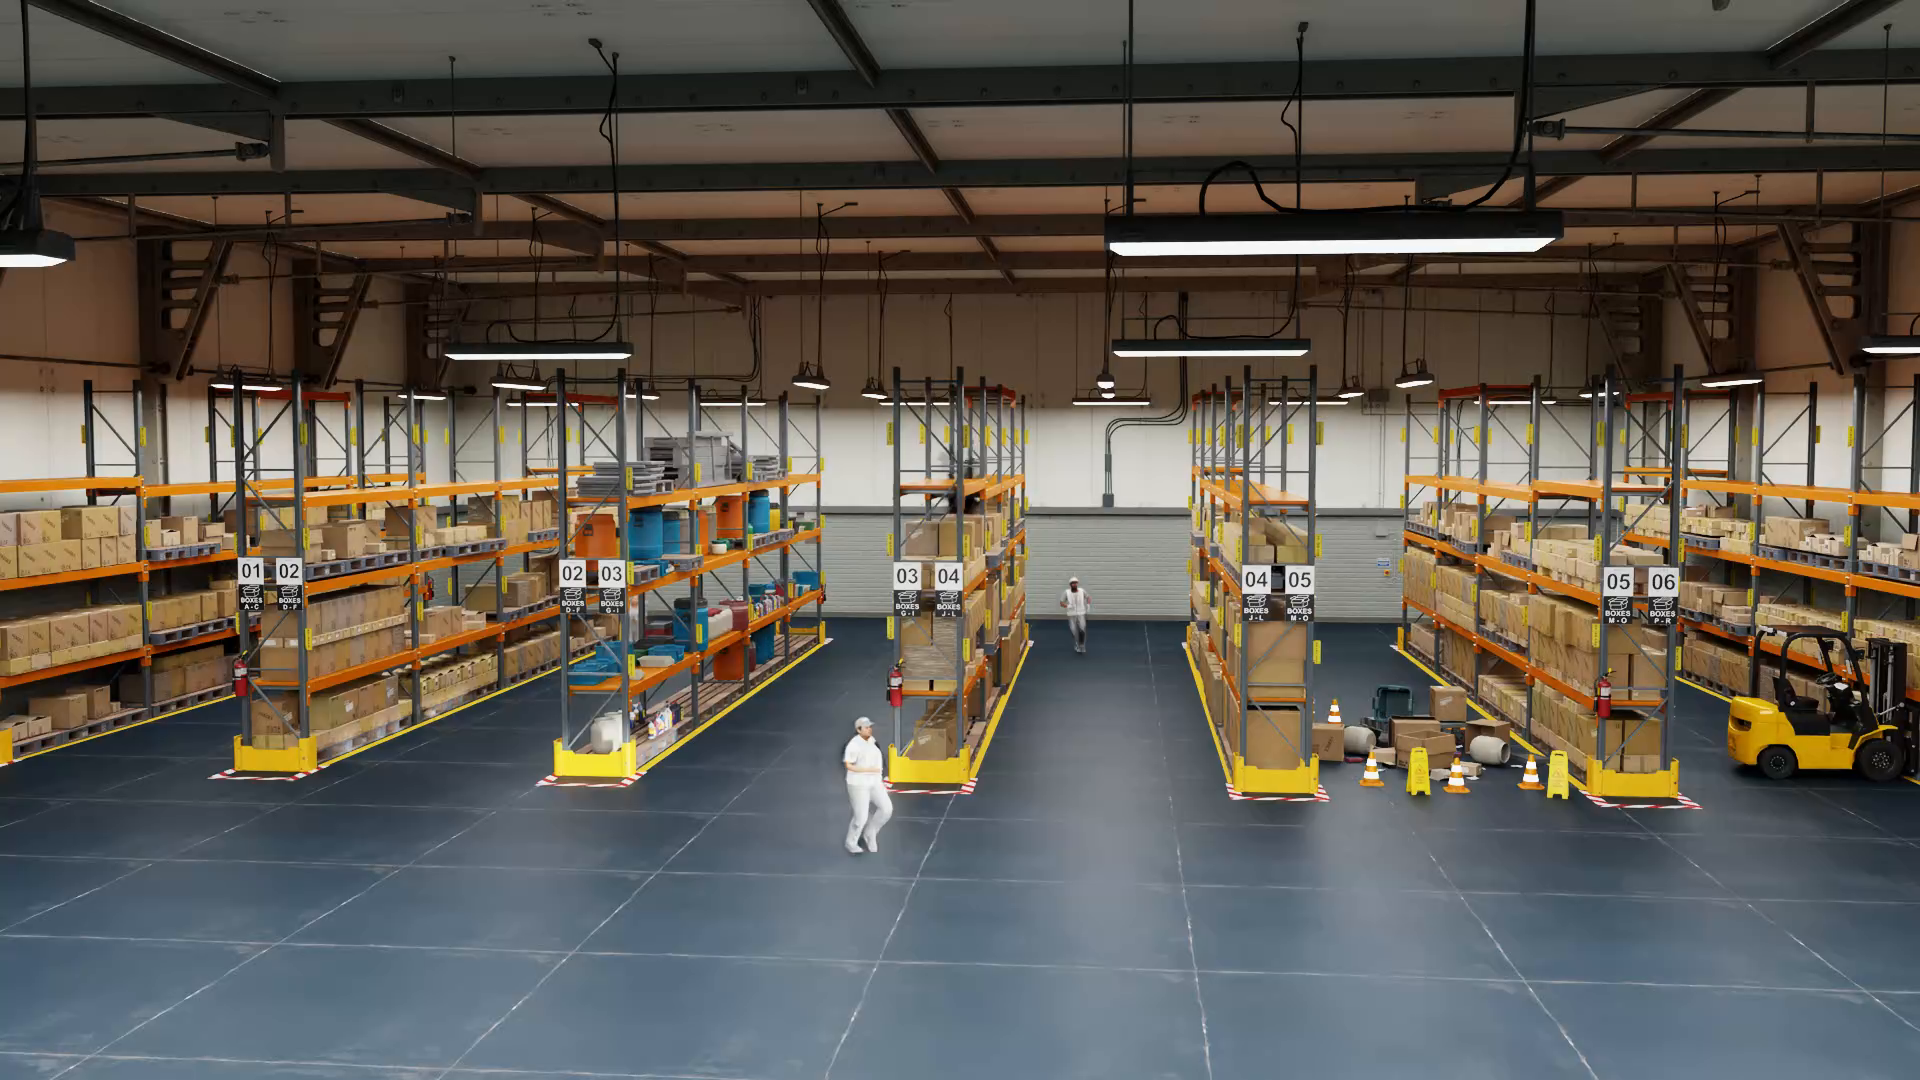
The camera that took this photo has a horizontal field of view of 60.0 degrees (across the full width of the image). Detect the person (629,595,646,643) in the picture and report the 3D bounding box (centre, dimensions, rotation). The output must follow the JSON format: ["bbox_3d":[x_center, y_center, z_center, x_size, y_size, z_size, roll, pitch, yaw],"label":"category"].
[{"bbox_3d":[-6.968,1.964,35.449,0.535,1.671,0.685,0,4,-7],"label":"person"}]

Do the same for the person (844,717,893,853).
[{"bbox_3d":[-1.124,2.939,19.877,0.604,1.662,0.667,3,4,37],"label":"person"}]

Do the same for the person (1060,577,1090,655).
[{"bbox_3d":[2.651,1.750,38.263,0.715,1.788,0.591,0,4,-2],"label":"person"}]
